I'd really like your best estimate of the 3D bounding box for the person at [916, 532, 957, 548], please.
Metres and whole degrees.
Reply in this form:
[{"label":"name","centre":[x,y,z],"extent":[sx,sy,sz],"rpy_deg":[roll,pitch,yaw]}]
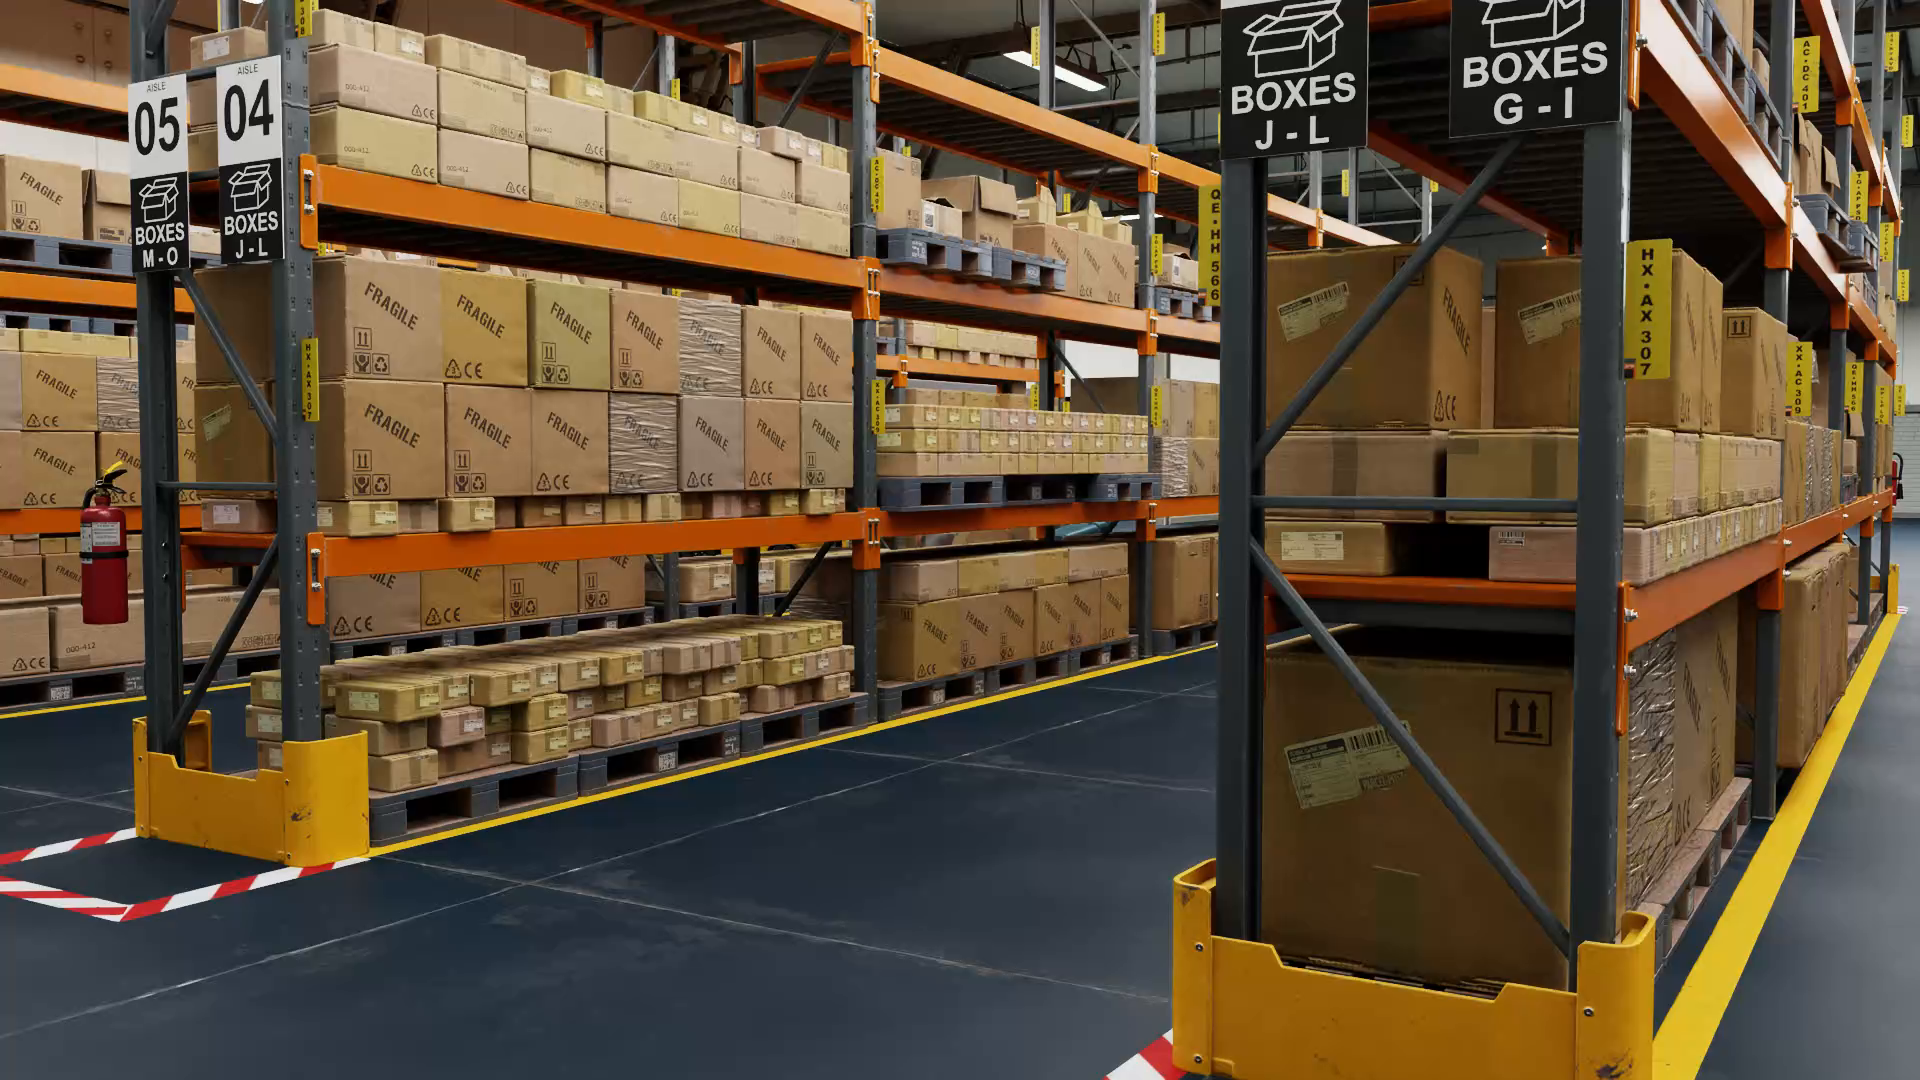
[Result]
[{"label":"person","centre":[-0.259,-0.089,17.126],"extent":[0.444,1.747,0.604],"rpy_deg":[1,3,27]}]
